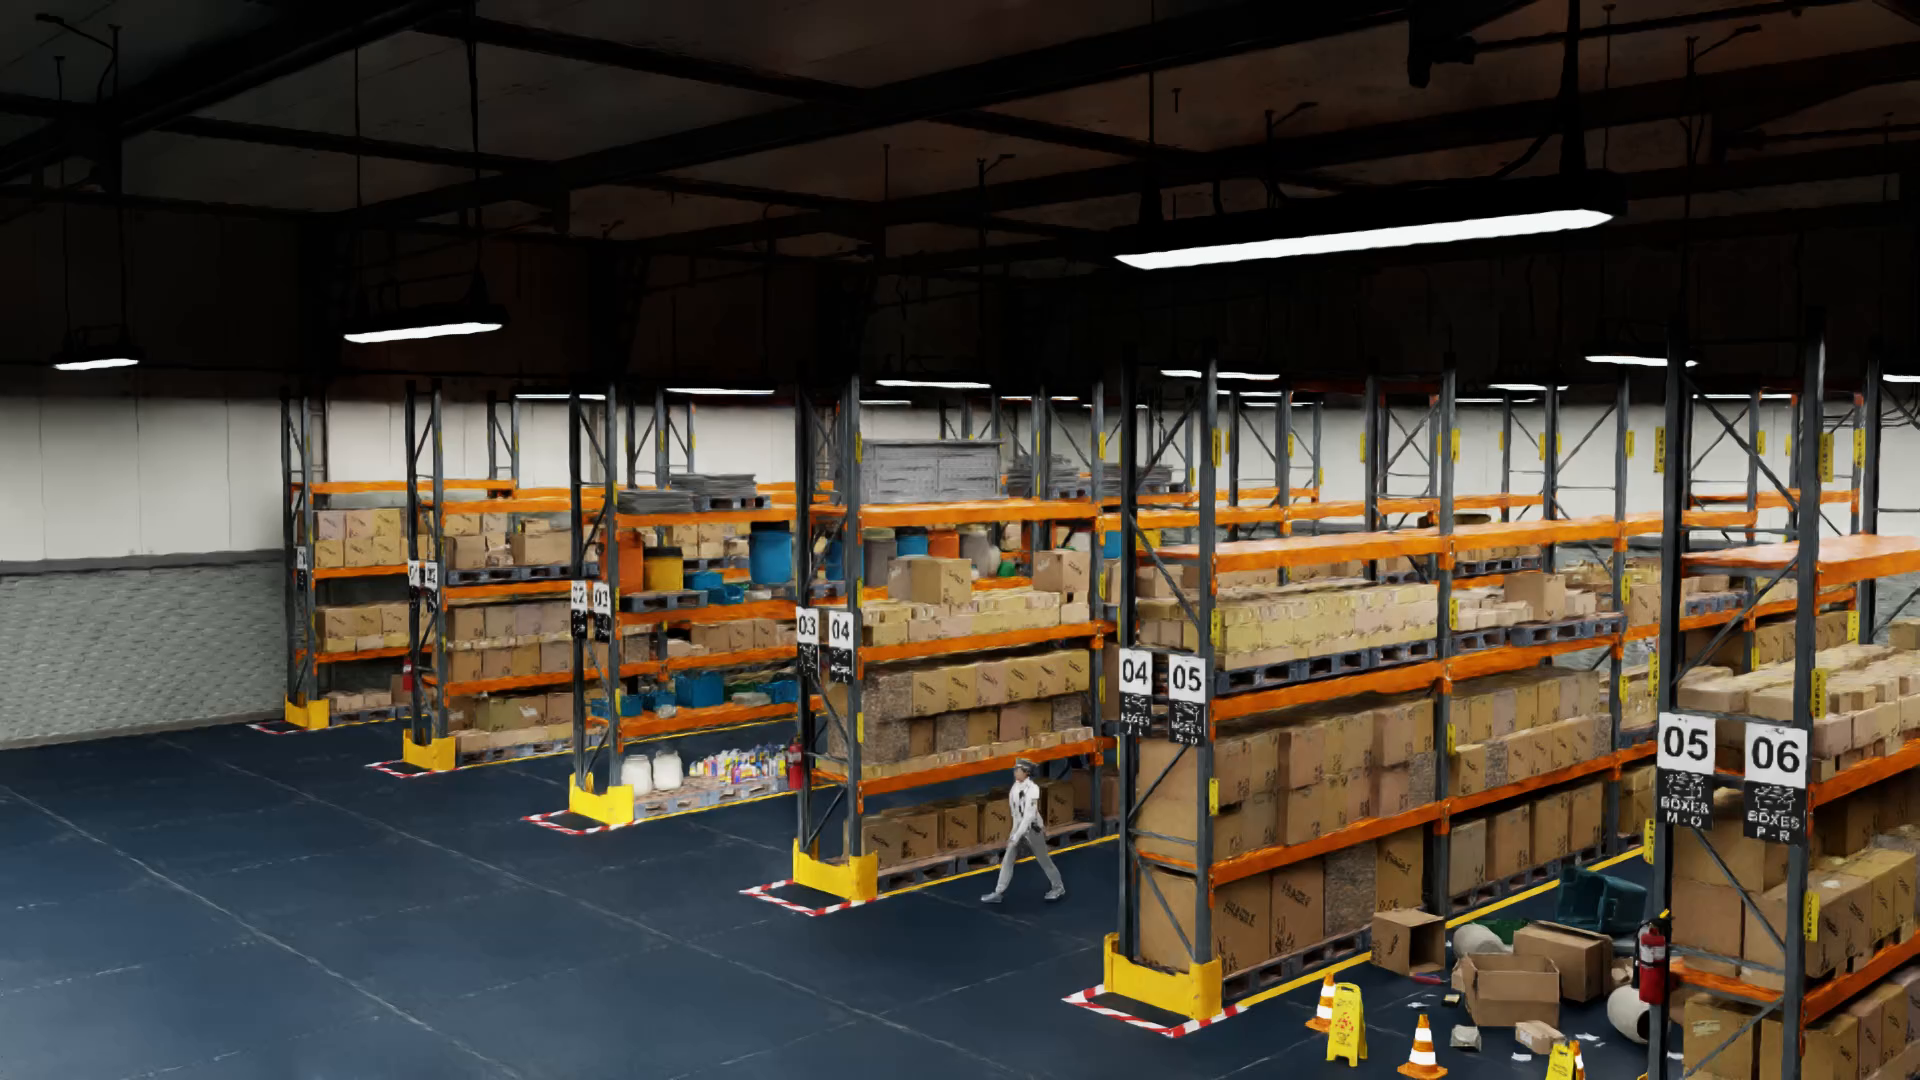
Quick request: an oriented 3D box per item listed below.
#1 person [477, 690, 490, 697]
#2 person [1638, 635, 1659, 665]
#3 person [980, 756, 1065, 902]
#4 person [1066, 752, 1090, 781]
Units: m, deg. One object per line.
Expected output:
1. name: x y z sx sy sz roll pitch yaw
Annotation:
1. person: -8.257 2.442 29.045 0.735 1.712 0.905 2 4 30
2. person: 13.568 2.218 32.563 0.587 1.741 0.579 0 4 -7
3. person: 0.716 3.169 18.257 0.997 1.621 0.482 -3 4 -35
4. person: 1.831 2.864 24.445 0.625 1.496 0.517 4 5 44
